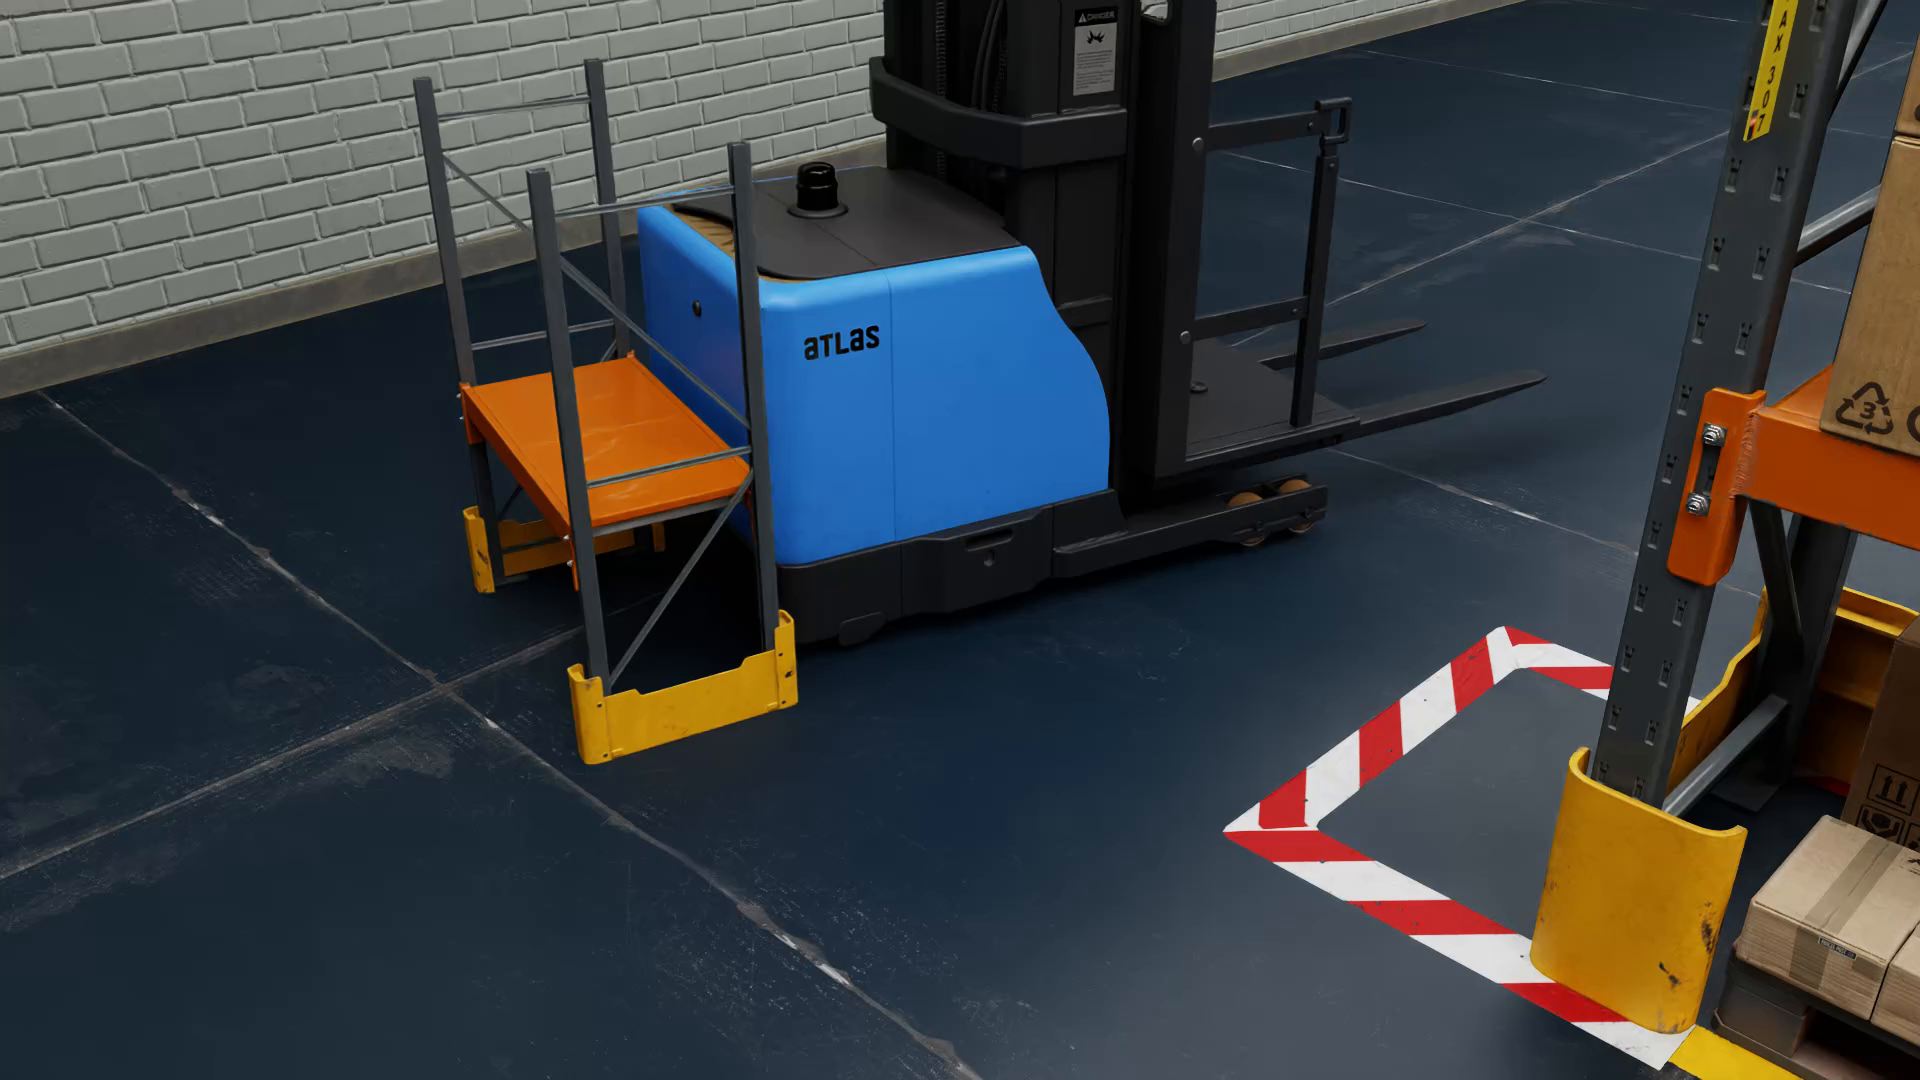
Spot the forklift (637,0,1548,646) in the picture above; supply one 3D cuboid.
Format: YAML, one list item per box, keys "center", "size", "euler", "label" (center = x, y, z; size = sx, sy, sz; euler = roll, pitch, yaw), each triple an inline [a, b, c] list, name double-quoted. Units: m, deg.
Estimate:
- center: [0.588, -1.479, 4.914]
  size: [3.031, 2.935, 1.130]
  euler: [-14, 31, -25]
  label: "forklift"

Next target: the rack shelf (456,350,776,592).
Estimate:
- center: [-0.940, -0.218, 4.437]
  size: [0.538, 0.185, 1.000]
  euler: [-15, 31, -26]
  label: "rack shelf"

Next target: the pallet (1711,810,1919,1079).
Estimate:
- center: [2.290, 0.927, 3.261]
  size: [1.213, 0.211, 1.003]
  euler: [25, 36, 38]
  label: "pallet"

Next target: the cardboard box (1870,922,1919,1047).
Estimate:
- center: [1.903, 0.799, 3.078]
  size: [0.250, 0.166, 0.380]
  euler: [25, 36, 38]
  label: "cardboard box"

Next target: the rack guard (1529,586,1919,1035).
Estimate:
- center: [1.721, 0.539, 3.688]
  size: [0.348, 0.500, 1.175]
  euler: [25, 36, 38]
  label: "rack guard"

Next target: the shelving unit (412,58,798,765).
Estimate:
- center: [-0.945, -0.380, 4.360]
  size: [0.587, 1.500, 1.083]
  euler: [-15, 31, -26]
  label: "shelving unit"

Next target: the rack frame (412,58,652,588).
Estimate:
- center: [-1.190, -0.583, 4.746]
  size: [0.500, 1.500, 0.032]
  euler: [-15, 31, -26]
  label: "rack frame"

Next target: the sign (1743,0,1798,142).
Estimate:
- center: [1.286, -0.795, 2.609]
  size: [0.005, 0.325, 0.100]
  euler: [25, 36, 38]
  label: "sign"

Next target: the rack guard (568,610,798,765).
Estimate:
- center: [-0.700, 0.374, 4.268]
  size: [0.587, 0.250, 0.087]
  euler: [-15, 31, -26]
  label: "rack guard"

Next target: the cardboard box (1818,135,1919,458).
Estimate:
- center: [1.798, -0.404, 2.688]
  size: [0.500, 0.500, 0.500]
  euler: [-24, 36, -38]
  label: "cardboard box"

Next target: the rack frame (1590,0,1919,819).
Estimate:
- center: [1.667, -0.592, 3.153]
  size: [0.127, 3.000, 1.000]
  euler: [25, 36, 38]
  label: "rack frame"

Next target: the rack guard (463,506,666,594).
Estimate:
- center: [-1.188, -0.030, 5.036]
  size: [0.587, 0.250, 0.087]
  euler: [-15, 31, -26]
  label: "rack guard"

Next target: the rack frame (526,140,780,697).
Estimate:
- center: [-0.692, -0.171, 3.961]
  size: [0.500, 1.500, 0.032]
  euler: [-15, 31, -26]
  label: "rack frame"

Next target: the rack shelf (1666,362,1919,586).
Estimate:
- center: [3.093, 0.379, 2.080]
  size: [4.000, 0.370, 1.077]
  euler: [25, 36, 38]
  label: "rack shelf"

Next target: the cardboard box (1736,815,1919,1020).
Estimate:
- center: [1.724, 0.726, 3.238]
  size: [0.250, 0.149, 0.380]
  euler: [25, 36, 38]
  label: "cardboard box"

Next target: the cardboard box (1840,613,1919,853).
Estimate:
- center: [2.227, 0.415, 3.451]
  size: [0.500, 0.500, 0.500]
  euler: [25, 36, 38]
  label: "cardboard box"

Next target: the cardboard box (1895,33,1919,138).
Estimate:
- center: [1.798, -0.847, 2.456]
  size: [0.500, 0.500, 0.500]
  euler: [-24, 36, -38]
  label: "cardboard box"
